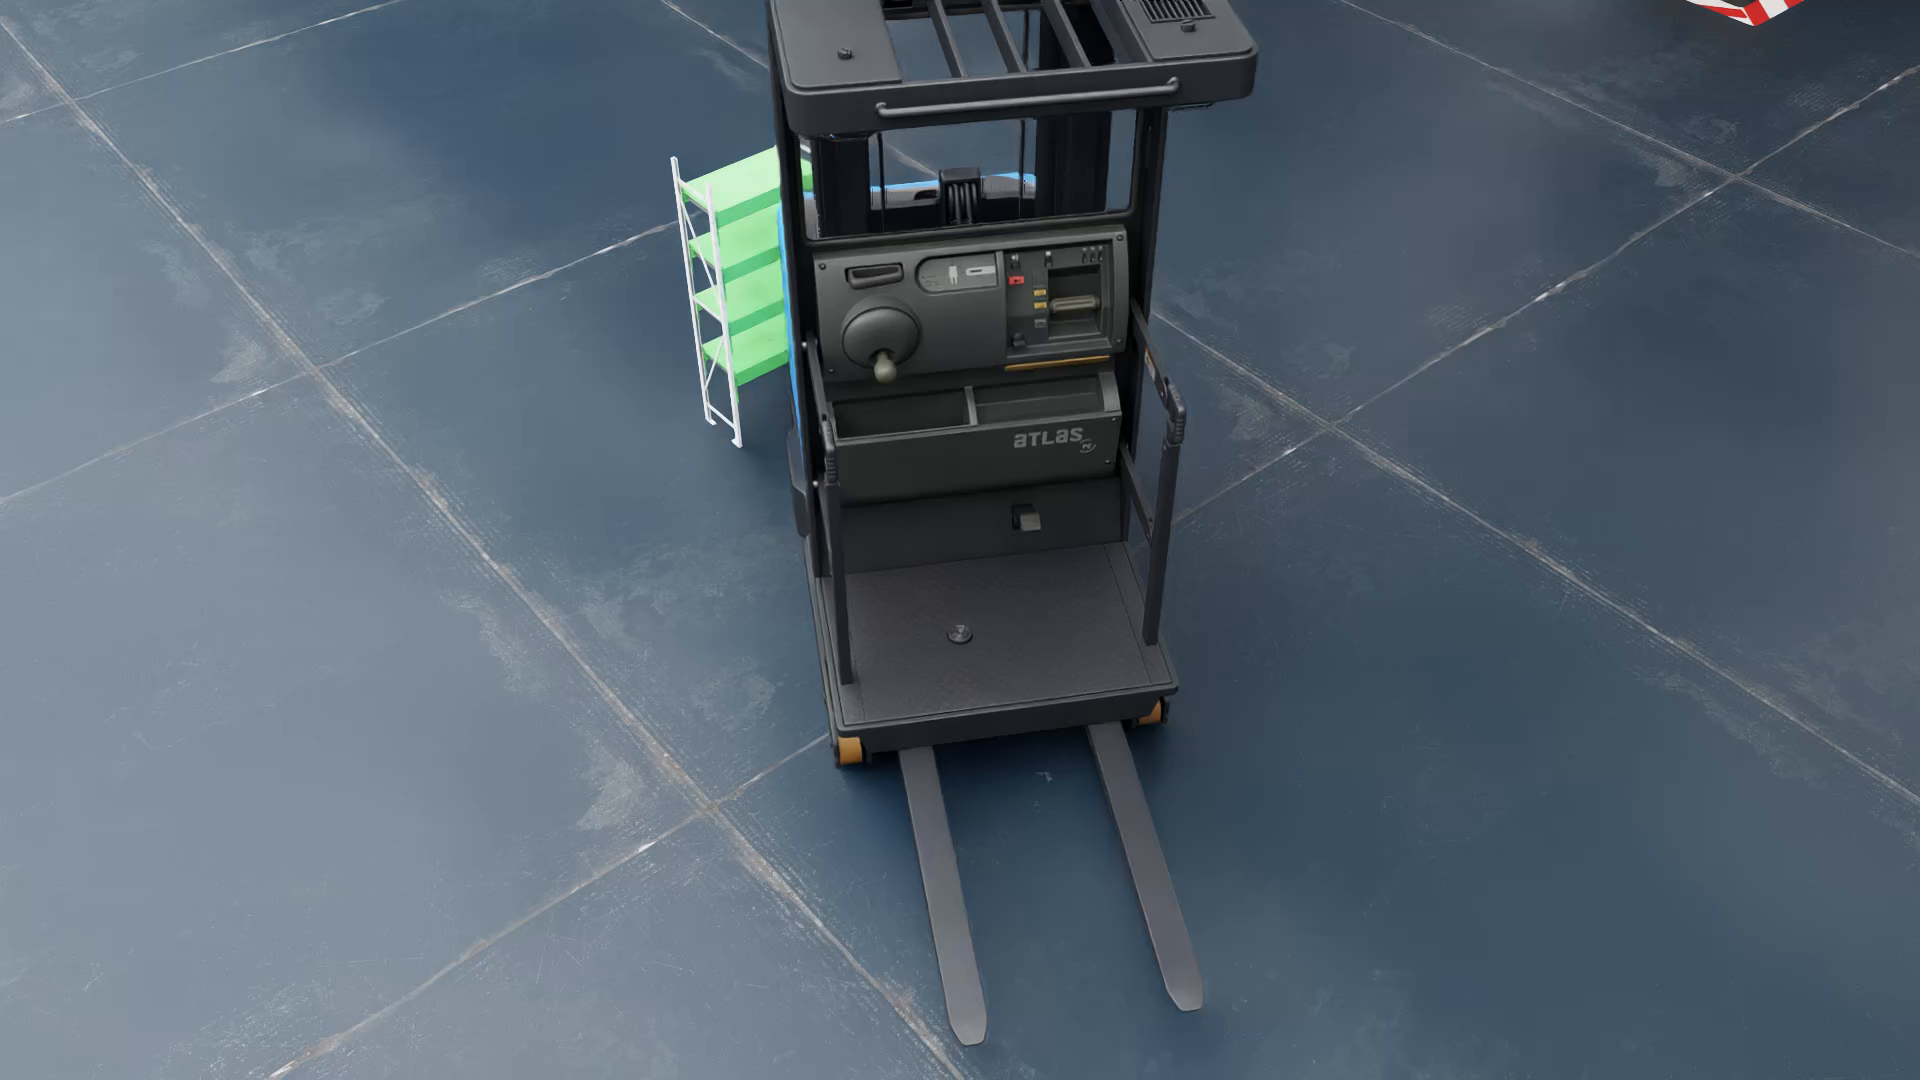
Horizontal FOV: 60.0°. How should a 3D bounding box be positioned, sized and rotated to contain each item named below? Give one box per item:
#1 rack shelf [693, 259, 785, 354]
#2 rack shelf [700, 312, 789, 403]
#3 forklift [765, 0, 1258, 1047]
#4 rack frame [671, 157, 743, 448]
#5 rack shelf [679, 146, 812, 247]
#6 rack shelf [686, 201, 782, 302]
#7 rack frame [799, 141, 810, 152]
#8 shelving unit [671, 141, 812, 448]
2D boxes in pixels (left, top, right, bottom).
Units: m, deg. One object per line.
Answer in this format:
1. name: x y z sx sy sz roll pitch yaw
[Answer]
1. rack shelf: -0.766 -0.932 6.459 0.480 0.148 0.258 -30 51 -28
2. rack shelf: -0.766 -0.757 6.623 0.480 0.148 0.258 -30 51 -28
3. forklift: 0.080 -0.604 4.752 1.130 2.935 3.031 -7 44 -7
4. rack frame: -0.953 -0.871 6.300 0.015 1.200 0.240 -30 51 -28
5. rack shelf: -0.766 -1.282 6.131 0.480 0.148 0.258 -30 51 -28
6. rack shelf: -0.766 -1.107 6.295 0.480 0.148 0.258 -30 51 -28
7. rack frame: -0.580 -1.087 6.530 0.015 1.200 0.240 -30 51 -28
8. shelving unit: -0.766 -0.979 6.415 0.503 1.200 0.258 -30 51 -28
